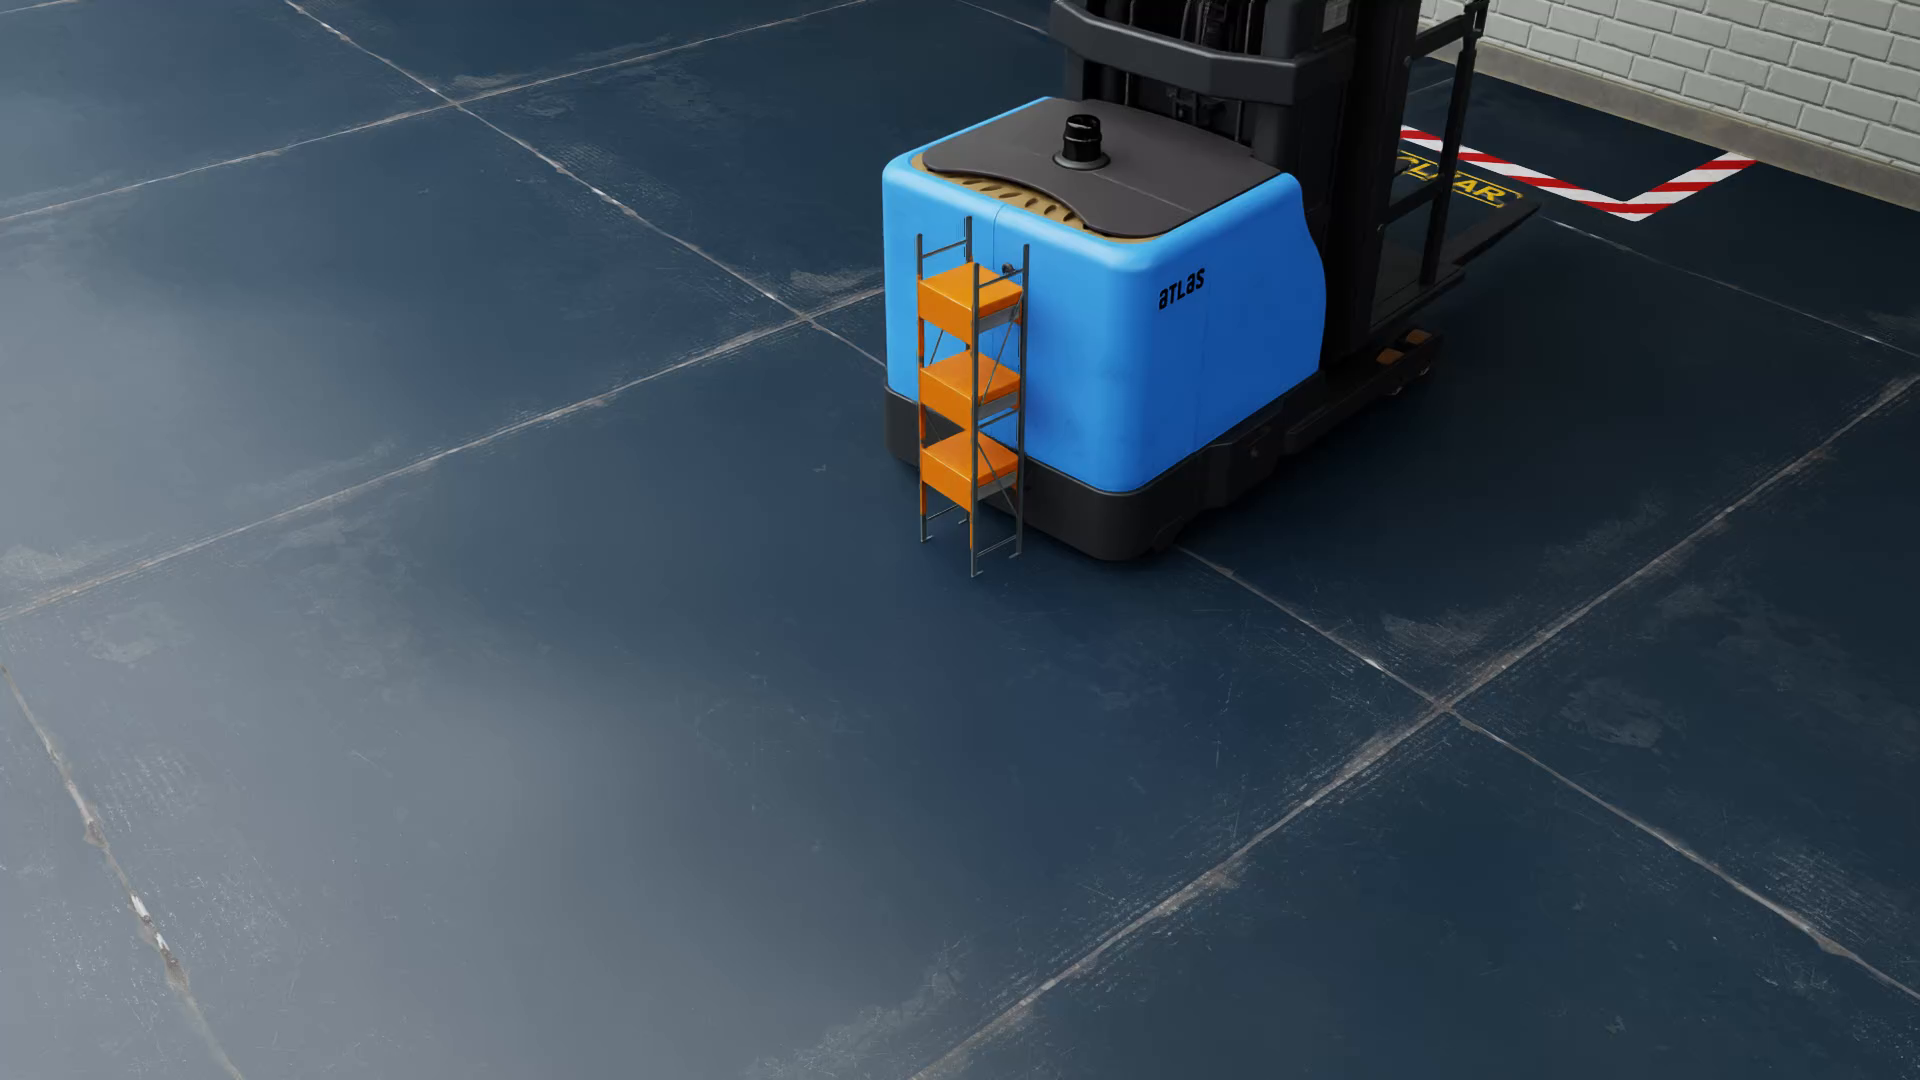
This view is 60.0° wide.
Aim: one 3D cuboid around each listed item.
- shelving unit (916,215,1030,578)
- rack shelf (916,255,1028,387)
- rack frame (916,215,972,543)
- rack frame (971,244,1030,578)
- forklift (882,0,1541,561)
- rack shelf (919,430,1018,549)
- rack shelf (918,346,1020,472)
[{"bbox_3d":[0.035,-0.405,4.913,0.215,1.050,0.252,-26,43,-32],"label":"shelving unit"},{"bbox_3d":[0.035,-0.628,4.755,0.215,0.259,0.240,-26,43,-32],"label":"rack shelf"},{"bbox_3d":[-0.044,-0.459,4.989,0.200,1.050,0.008,-26,43,-32],"label":"rack frame"},{"bbox_3d":[0.113,-0.351,4.837,0.200,1.050,0.008,-26,43,-32],"label":"rack frame"},{"bbox_3d":[1.118,-1.895,5.390,1.130,2.935,3.031,28,44,34],"label":"forklift"},{"bbox_3d":[0.035,-0.169,5.080,0.215,0.259,0.240,-26,43,-32],"label":"rack shelf"},{"bbox_3d":[0.035,-0.396,4.919,0.215,0.259,0.240,-26,43,-32],"label":"rack shelf"}]
